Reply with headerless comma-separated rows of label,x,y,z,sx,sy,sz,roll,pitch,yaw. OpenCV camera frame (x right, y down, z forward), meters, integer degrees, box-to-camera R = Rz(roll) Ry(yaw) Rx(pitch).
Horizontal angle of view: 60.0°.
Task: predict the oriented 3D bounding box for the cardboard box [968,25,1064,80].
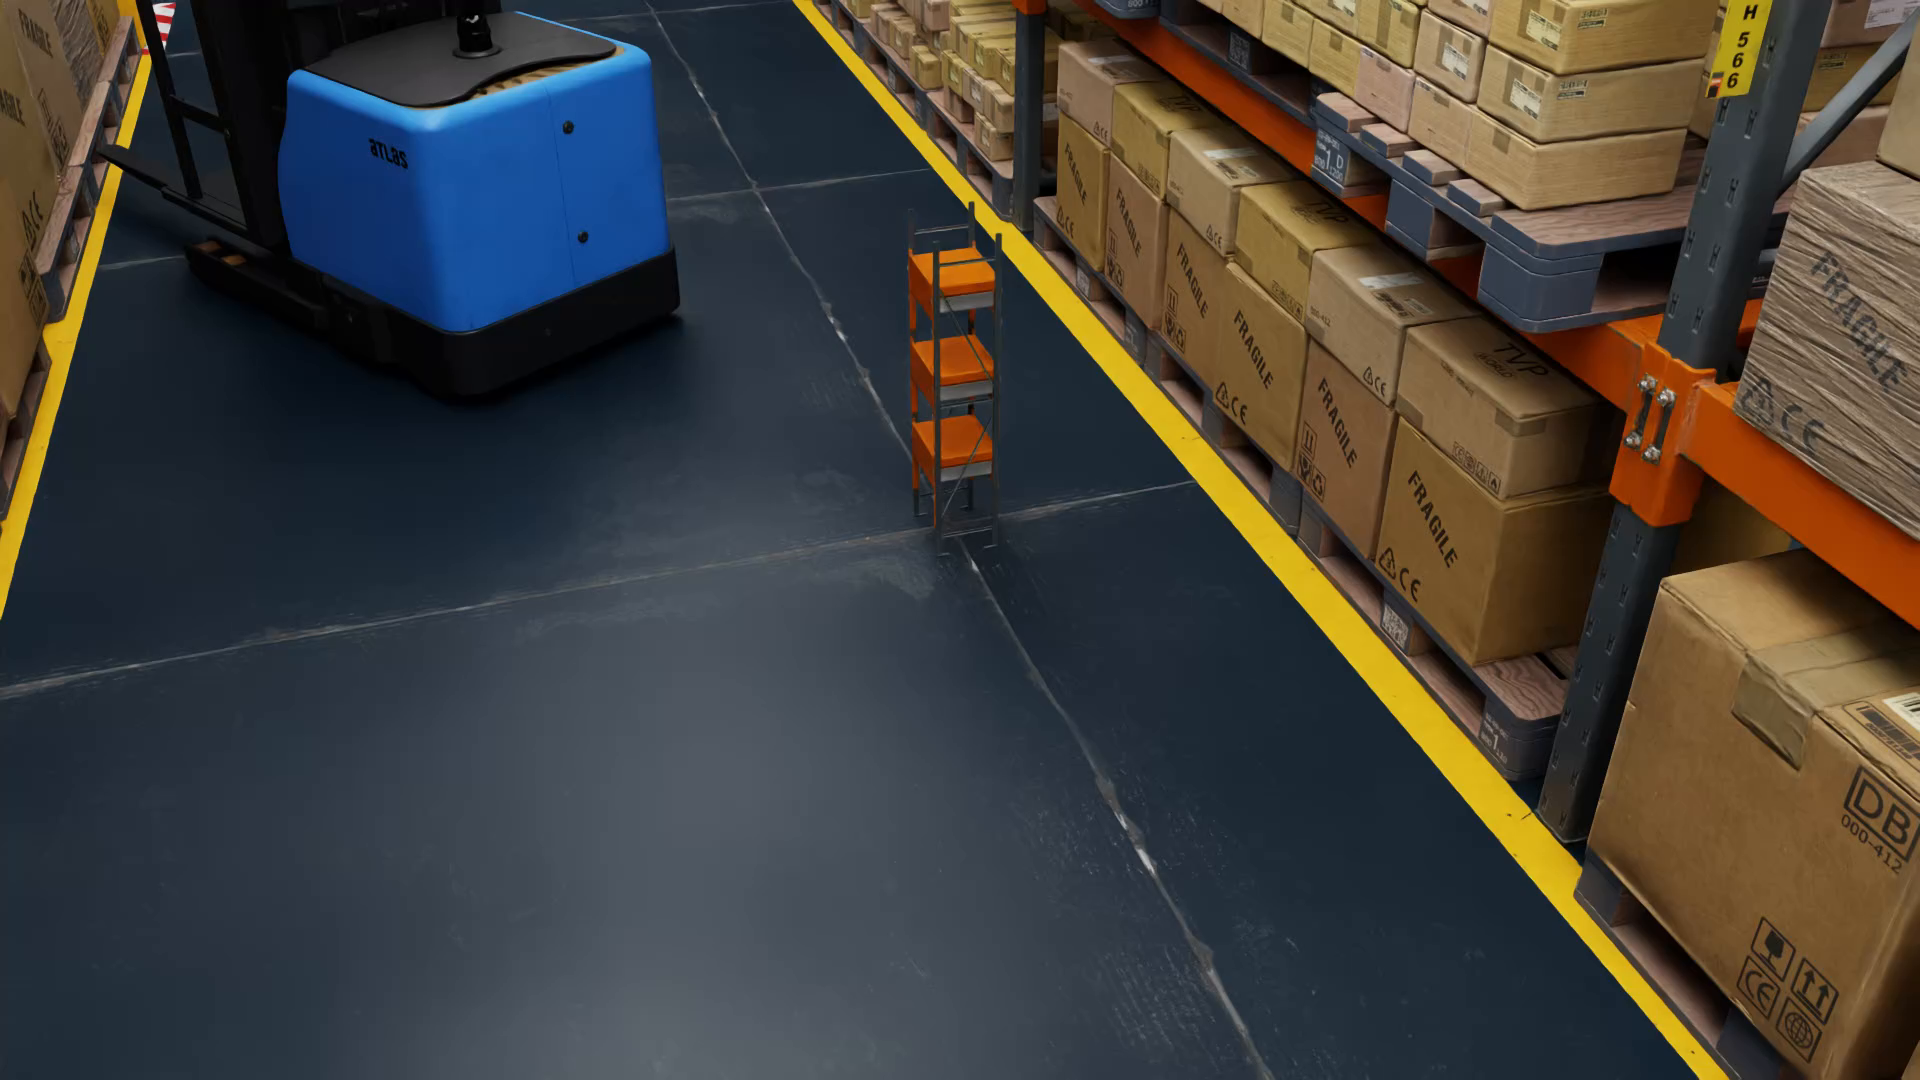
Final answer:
cardboard box,0.253,-2.214,7.545,0.380,0.149,0.250,-10,35,-14

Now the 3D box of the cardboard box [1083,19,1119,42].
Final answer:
cardboard box,0.790,-2.314,7.696,0.380,0.149,0.250,-8,34,-12

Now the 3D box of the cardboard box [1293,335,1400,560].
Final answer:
cardboard box,1.341,-0.316,4.895,0.500,0.500,0.500,-9,34,-13

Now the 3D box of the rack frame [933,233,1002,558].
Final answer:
rack frame,0.021,-0.402,4.906,0.200,1.050,0.008,-10,35,-15

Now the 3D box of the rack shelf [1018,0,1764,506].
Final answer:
rack shelf,1.335,-1.359,5.239,1.077,0.370,4.000,-10,35,-15

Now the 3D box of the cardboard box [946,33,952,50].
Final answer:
cardboard box,0.150,-2.357,8.032,0.380,0.149,0.250,-10,35,-14

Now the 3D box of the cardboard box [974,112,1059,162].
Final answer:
cardboard box,0.281,-1.844,7.525,0.380,0.149,0.250,-10,35,-14

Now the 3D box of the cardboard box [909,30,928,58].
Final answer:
cardboard box,-0.050,-2.536,8.571,0.380,0.149,0.250,-9,35,-14

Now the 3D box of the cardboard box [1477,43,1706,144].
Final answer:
cardboard box,1.361,-0.987,3.600,0.380,0.149,0.250,-9,35,-14

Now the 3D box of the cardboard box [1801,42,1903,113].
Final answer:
cardboard box,1.989,-1.091,3.758,0.380,0.149,0.250,-8,34,-13

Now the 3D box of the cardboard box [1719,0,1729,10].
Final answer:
cardboard box,1.904,-1.344,3.870,0.380,0.149,0.250,-11,35,-16

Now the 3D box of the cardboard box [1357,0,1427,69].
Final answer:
cardboard box,1.195,-1.264,4.020,0.380,0.149,0.250,-9,35,-14

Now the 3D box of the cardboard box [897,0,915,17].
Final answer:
cardboard box,-0.099,-2.759,8.370,0.380,0.149,0.250,-11,35,-16

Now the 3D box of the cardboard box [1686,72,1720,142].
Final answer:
cardboard box,1.919,-1.090,4.025,0.380,0.149,0.250,-8,34,-12

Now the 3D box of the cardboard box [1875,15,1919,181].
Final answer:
cardboard box,2.072,-0.831,2.789,0.700,0.500,0.500,-10,35,-15

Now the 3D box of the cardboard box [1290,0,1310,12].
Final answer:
cardboard box,1.045,-1.527,4.417,0.380,0.149,0.250,-10,35,-15

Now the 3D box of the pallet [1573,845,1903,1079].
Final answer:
pallet,2.114,0.981,3.575,1.003,0.211,1.213,-10,35,-15

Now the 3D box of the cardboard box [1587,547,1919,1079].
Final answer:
cardboard box,2.045,0.489,3.449,1.050,0.750,0.750,-10,35,-15

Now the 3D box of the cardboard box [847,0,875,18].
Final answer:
cardboard box,-0.427,-3.061,9.366,0.380,0.149,0.250,-10,35,-14

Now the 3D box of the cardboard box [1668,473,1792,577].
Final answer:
cardboard box,1.972,-0.156,4.652,0.500,0.500,0.500,-11,35,-17

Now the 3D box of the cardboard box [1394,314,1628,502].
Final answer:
cardboard box,1.487,-0.370,4.295,0.500,0.250,0.500,-11,35,-16

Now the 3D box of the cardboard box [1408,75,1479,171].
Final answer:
cardboard box,1.283,-0.992,3.878,0.380,0.149,0.250,-10,35,-15

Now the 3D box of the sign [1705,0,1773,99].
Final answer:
sign,1.431,-0.963,3.008,0.100,0.325,0.005,-10,35,-15

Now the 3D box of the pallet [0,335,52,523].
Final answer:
pallet,-3.722,-0.373,5.622,1.003,0.211,1.213,-10,35,-15

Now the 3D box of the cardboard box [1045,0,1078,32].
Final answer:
cardboard box,0.564,-2.571,8.086,0.380,0.149,0.250,-11,35,-16

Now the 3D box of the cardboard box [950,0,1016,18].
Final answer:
cardboard box,0.165,-2.493,7.967,0.380,0.149,0.250,-9,34,-13

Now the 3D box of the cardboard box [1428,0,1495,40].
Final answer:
cardboard box,1.285,-1.240,3.714,0.380,0.149,0.250,-10,35,-15

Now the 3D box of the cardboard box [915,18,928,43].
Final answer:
cardboard box,-0.009,-2.632,8.447,0.380,0.149,0.250,-12,35,-17

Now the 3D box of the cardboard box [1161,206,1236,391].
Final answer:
cardboard box,1.033,-0.859,5.716,0.500,0.500,0.500,-9,35,-14

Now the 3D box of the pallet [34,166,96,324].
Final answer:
pallet,-4.187,-1.177,6.840,1.003,0.211,1.213,-10,35,-15

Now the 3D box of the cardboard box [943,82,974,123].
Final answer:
cardboard box,0.139,-2.122,7.946,0.380,0.149,0.250,-11,35,-16

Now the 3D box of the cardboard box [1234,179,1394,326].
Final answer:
cardboard box,1.182,-0.902,5.101,0.500,0.250,0.500,-9,35,-14

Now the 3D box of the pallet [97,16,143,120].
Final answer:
pallet,-4.931,-2.459,8.779,1.003,0.211,1.213,-10,35,-15

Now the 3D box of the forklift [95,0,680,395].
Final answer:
forklift,-2.548,-2.413,6.243,3.031,2.935,1.130,25,41,33

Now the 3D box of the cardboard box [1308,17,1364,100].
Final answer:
cardboard box,1.131,-1.259,4.281,0.380,0.149,0.250,-10,35,-15

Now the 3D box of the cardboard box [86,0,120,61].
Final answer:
cardboard box,-4.978,-2.995,8.608,0.875,0.875,0.875,-10,35,-15

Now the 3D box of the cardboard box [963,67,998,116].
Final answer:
cardboard box,0.232,-2.071,7.599,0.380,0.149,0.250,-12,35,-17

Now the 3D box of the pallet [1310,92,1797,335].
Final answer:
pallet,1.626,-0.886,4.043,1.213,0.211,1.003,-10,35,-15

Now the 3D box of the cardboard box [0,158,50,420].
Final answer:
cardboard box,-3.815,-0.885,5.414,1.225,0.875,0.875,-10,35,-15

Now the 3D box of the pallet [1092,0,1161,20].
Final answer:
pallet,0.819,-2.204,6.038,1.003,0.211,1.213,-10,35,-15

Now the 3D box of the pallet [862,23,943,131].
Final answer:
pallet,0.111,-2.534,8.894,1.003,0.211,1.213,-10,35,-15

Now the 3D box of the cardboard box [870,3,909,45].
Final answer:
cardboard box,-0.265,-2.798,8.968,0.380,0.149,0.250,-12,35,-17

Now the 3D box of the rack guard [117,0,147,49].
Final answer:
rack guard,-5.257,-2.998,9.334,1.175,0.500,0.348,-10,35,-15

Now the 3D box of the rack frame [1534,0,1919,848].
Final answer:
rack frame,1.945,-0.609,3.451,1.000,3.000,0.127,-10,35,-15

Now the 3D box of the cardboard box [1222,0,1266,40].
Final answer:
cardboard box,0.971,-1.536,4.700,0.380,0.149,0.250,-9,35,-13

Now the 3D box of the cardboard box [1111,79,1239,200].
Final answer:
cardboard box,0.864,-1.443,5.919,0.500,0.250,0.500,-9,35,-13

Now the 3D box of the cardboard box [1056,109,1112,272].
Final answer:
cardboard box,0.698,-1.409,6.548,0.500,0.500,0.500,-9,34,-13

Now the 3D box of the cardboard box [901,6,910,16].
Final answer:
cardboard box,-0.123,-2.923,8.887,0.380,0.149,0.250,-8,34,-12

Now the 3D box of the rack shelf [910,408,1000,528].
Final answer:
rack shelf,-0.016,-0.225,5.162,0.215,0.259,0.240,-10,35,-15

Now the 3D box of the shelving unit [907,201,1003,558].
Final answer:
shelving unit,-0.016,-0.466,5.003,0.215,1.050,0.252,-10,35,-15

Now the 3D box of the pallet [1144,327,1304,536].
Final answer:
pallet,1.340,-0.496,5.809,1.003,0.211,1.213,-10,35,-15

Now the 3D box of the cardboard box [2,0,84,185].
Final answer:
cardboard box,-4.429,-2.050,7.177,0.875,0.875,0.875,-10,35,-15
